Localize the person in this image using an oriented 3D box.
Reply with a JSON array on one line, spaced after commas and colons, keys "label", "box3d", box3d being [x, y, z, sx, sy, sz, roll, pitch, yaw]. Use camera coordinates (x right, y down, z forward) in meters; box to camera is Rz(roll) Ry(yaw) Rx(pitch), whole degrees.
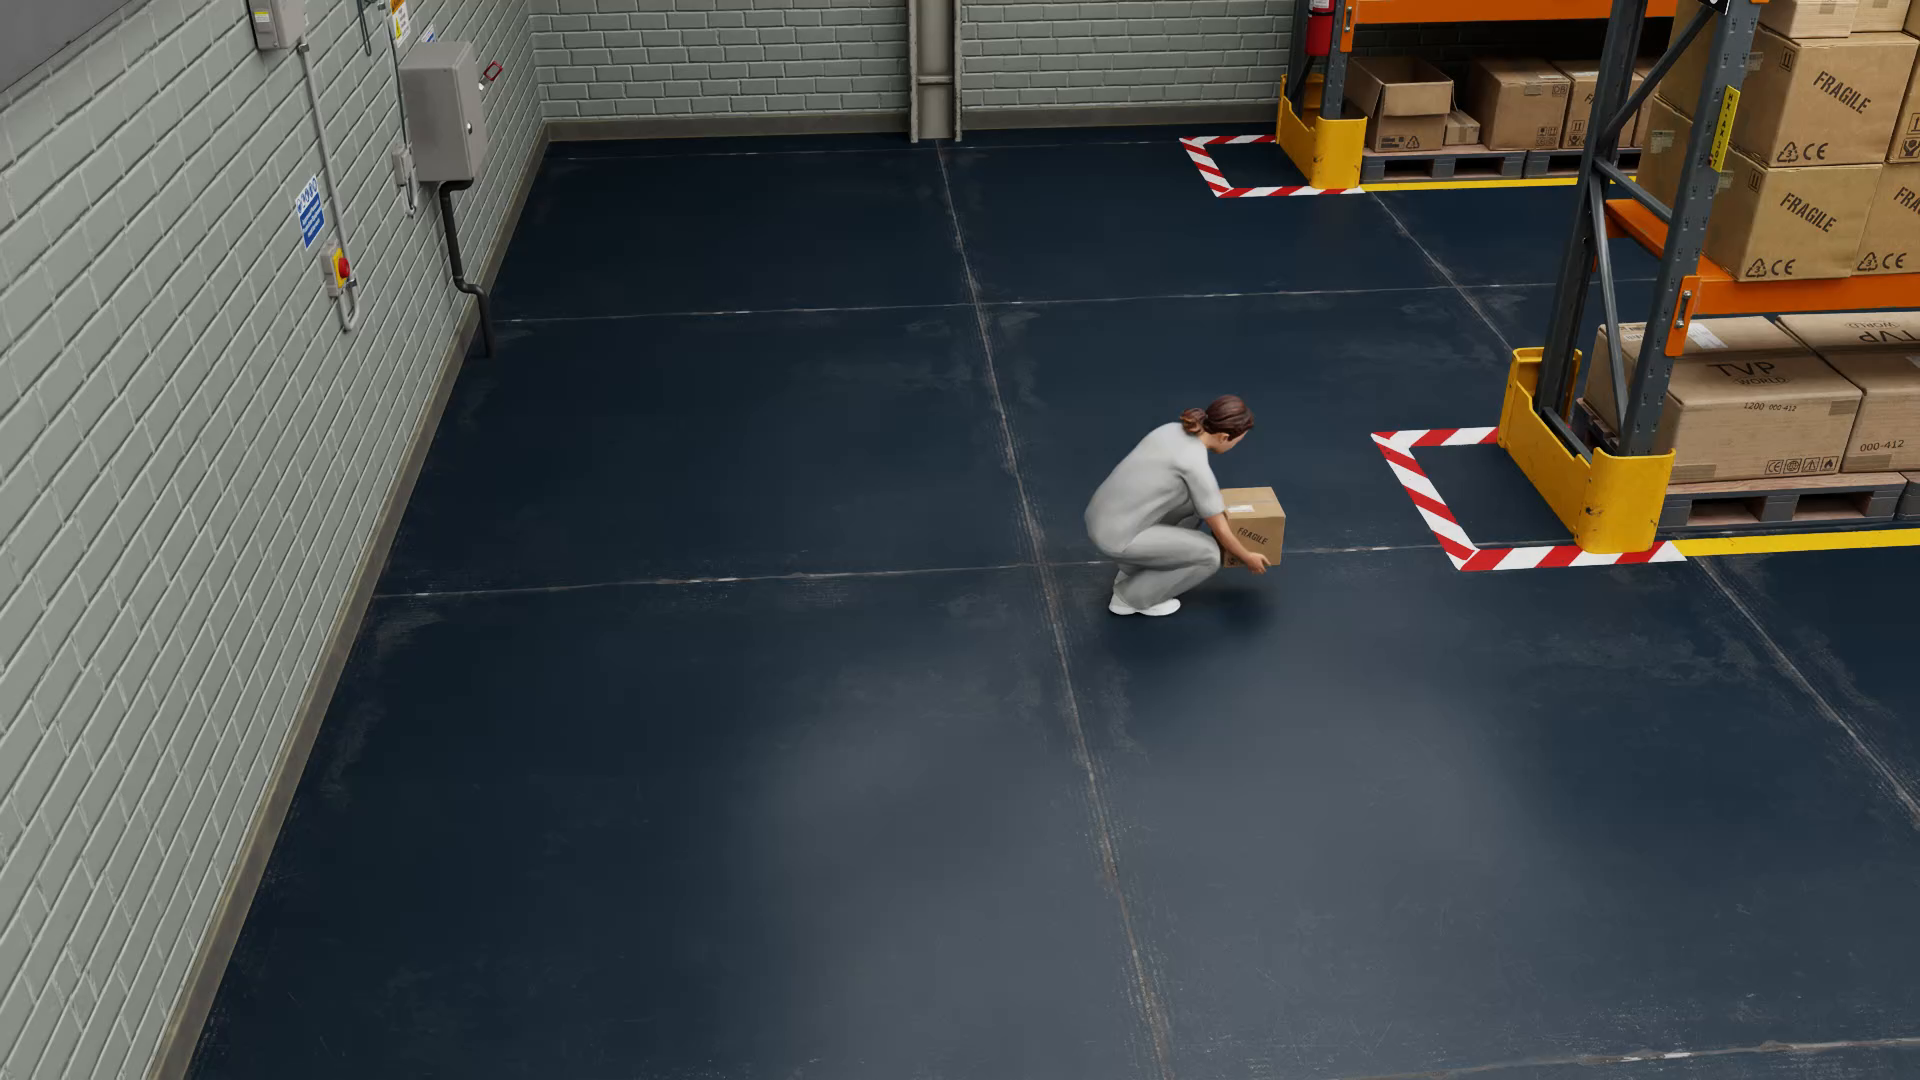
[{"label": "person", "box3d": [0.931, -0.159, 7.116, 0.792, 0.939, 0.475, -3, 31, -5]}]
